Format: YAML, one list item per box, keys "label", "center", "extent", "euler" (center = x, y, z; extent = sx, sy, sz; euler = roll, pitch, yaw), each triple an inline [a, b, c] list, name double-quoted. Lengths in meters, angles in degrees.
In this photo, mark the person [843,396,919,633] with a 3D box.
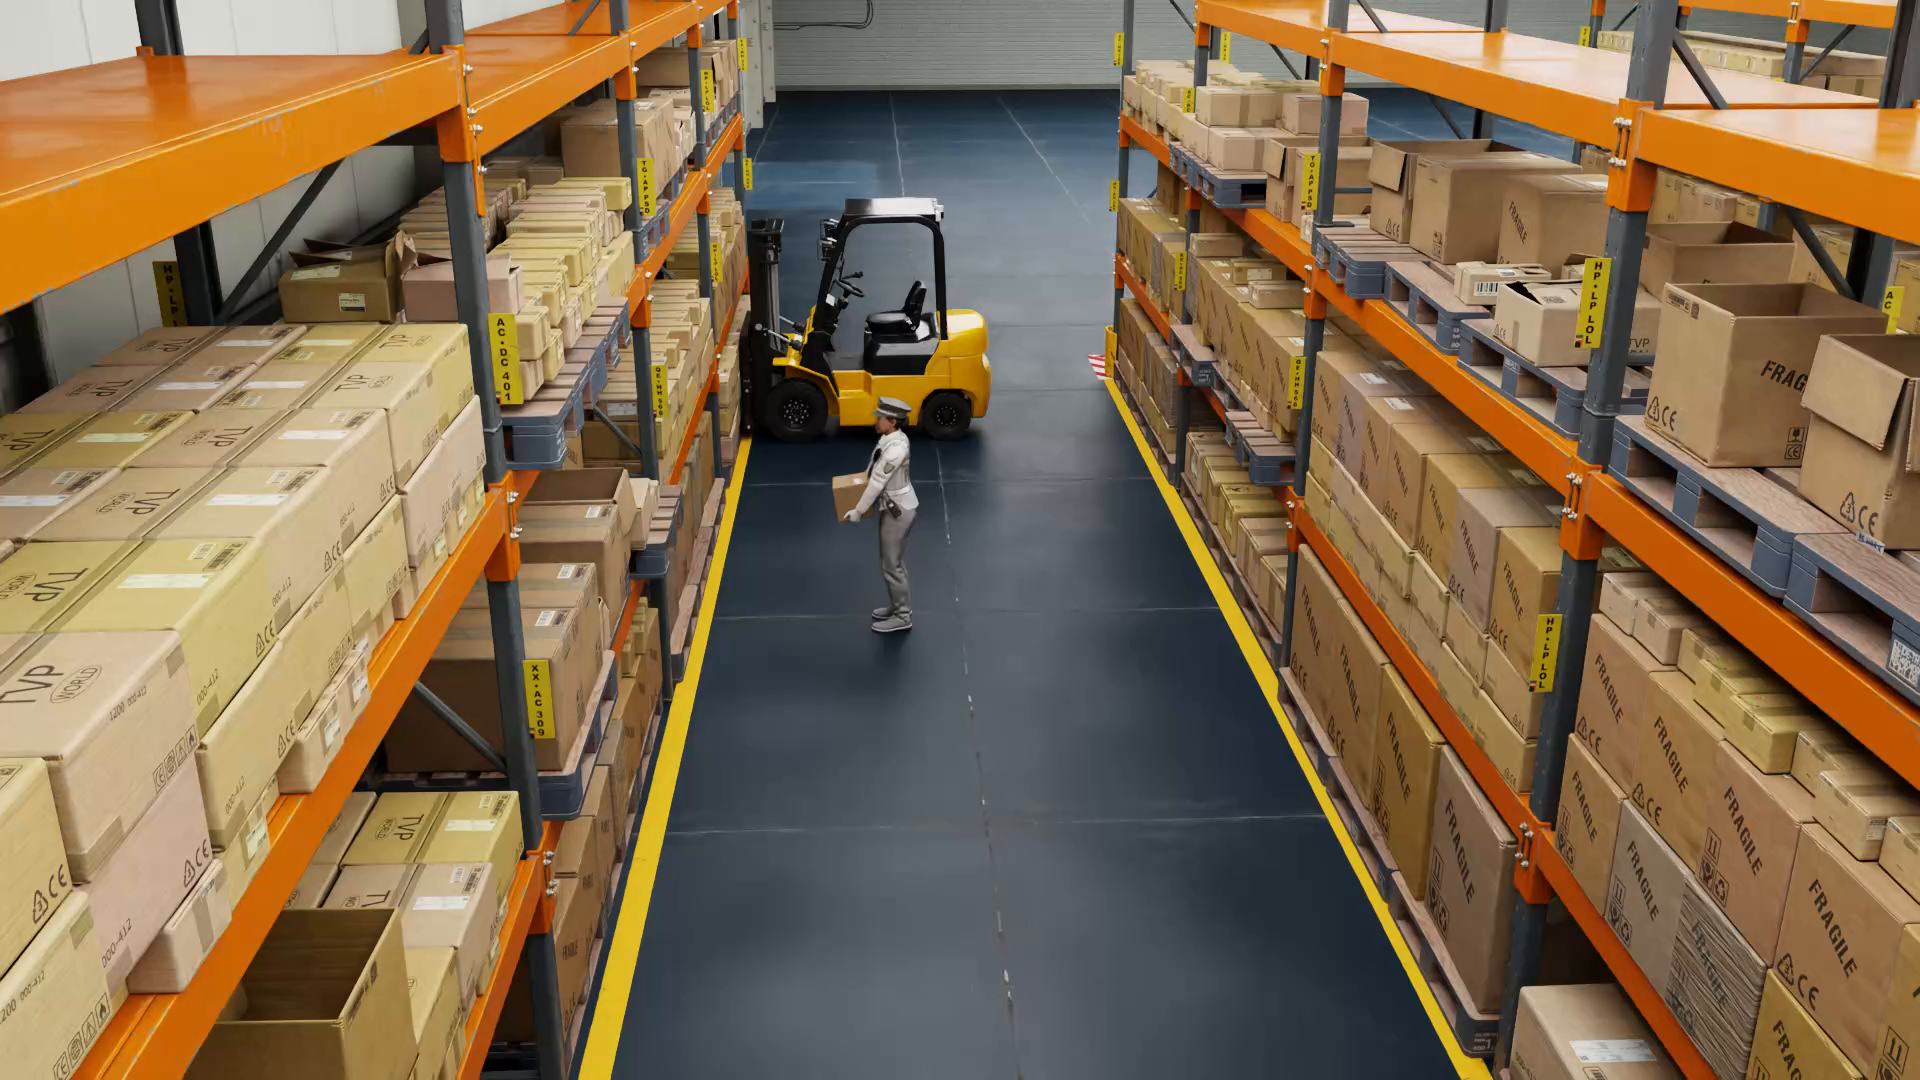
- label: "person"
  center: [-0.550, -0.188, 11.560]
  extent: [0.523, 1.687, 0.416]
  euler: [-1, 21, -4]
